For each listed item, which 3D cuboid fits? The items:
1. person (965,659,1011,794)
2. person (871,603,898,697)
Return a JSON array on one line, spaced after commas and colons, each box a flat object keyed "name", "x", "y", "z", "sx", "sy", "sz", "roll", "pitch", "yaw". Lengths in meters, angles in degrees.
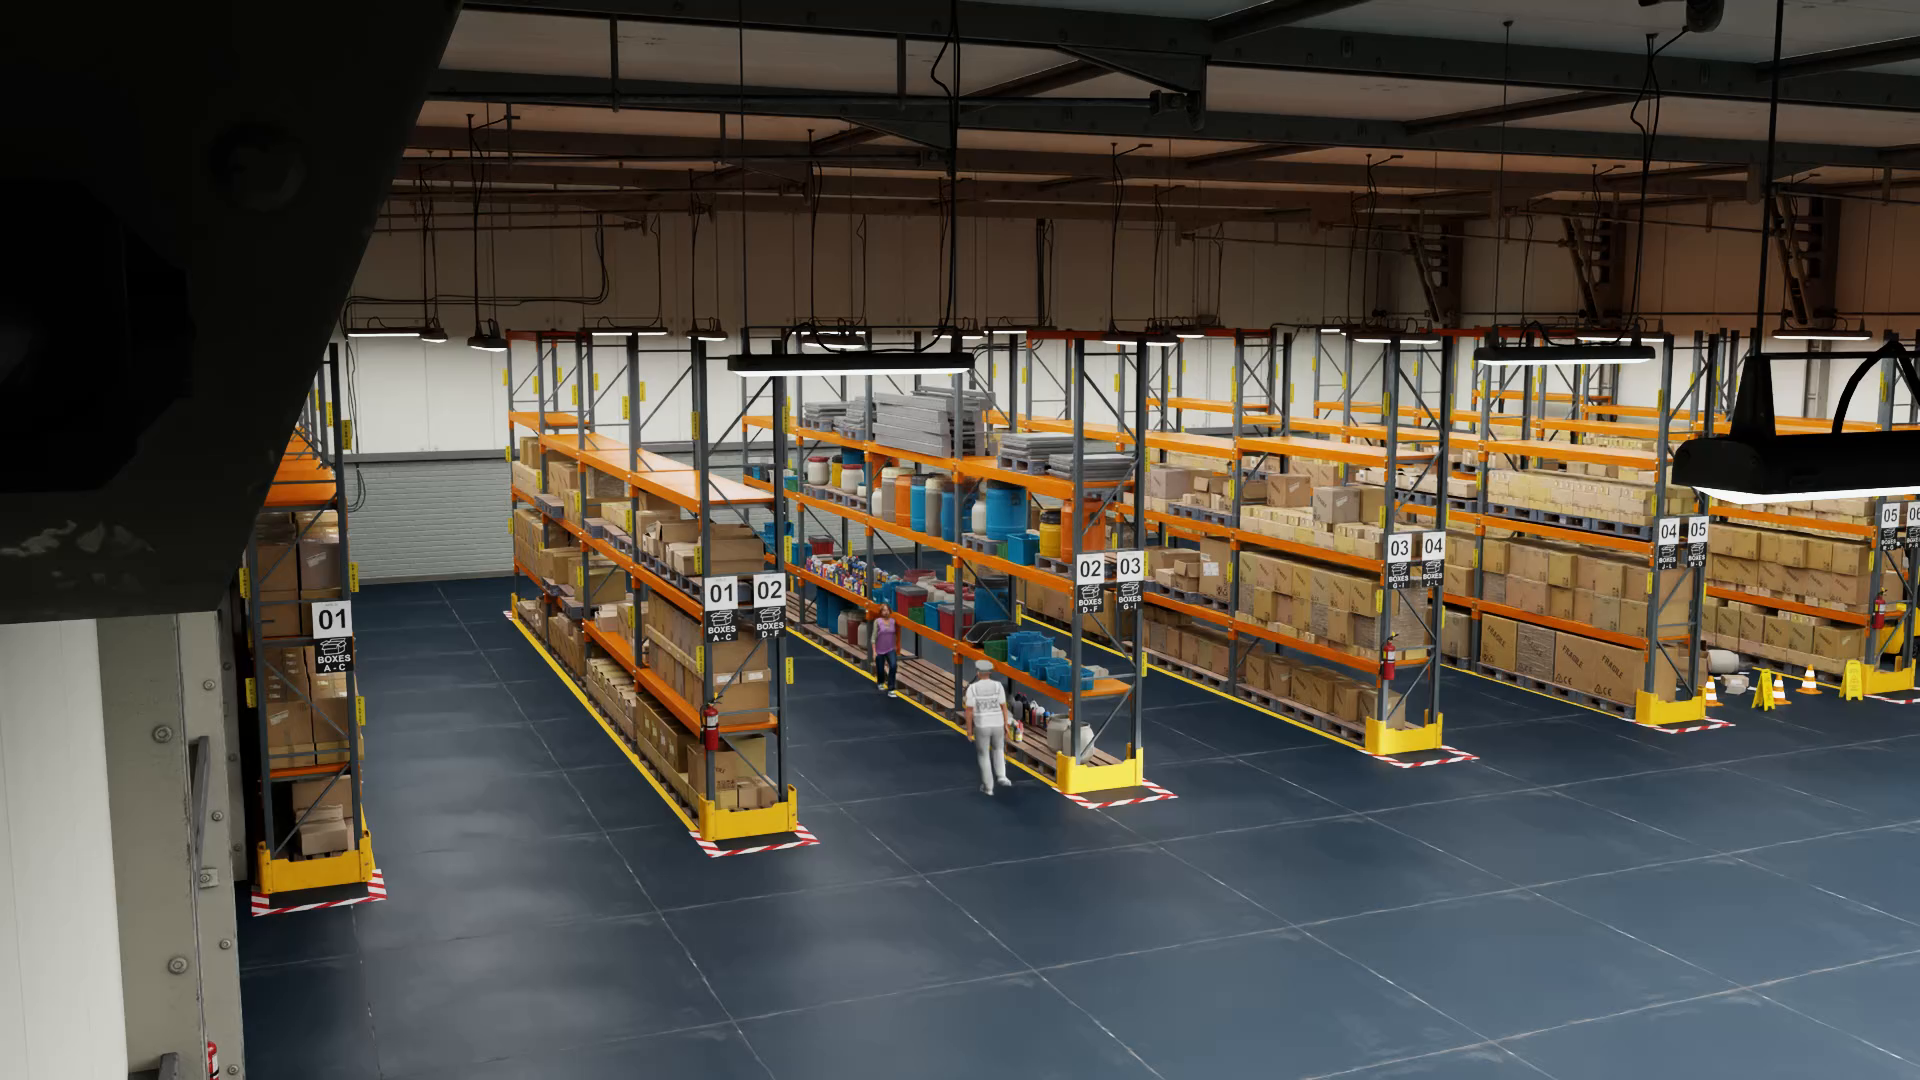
[{"name": "person", "x": 0.374, "y": 2.469, "z": 22.001, "sx": 0.595, "sy": 1.761, "sz": 0.513, "roll": -2, "pitch": 8, "yaw": -15}, {"name": "person", "x": -1.208, "y": 1.747, "z": 26.485, "sx": 0.426, "sy": 1.473, "sz": 0.954, "roll": -1, "pitch": 8, "yaw": -8}]
